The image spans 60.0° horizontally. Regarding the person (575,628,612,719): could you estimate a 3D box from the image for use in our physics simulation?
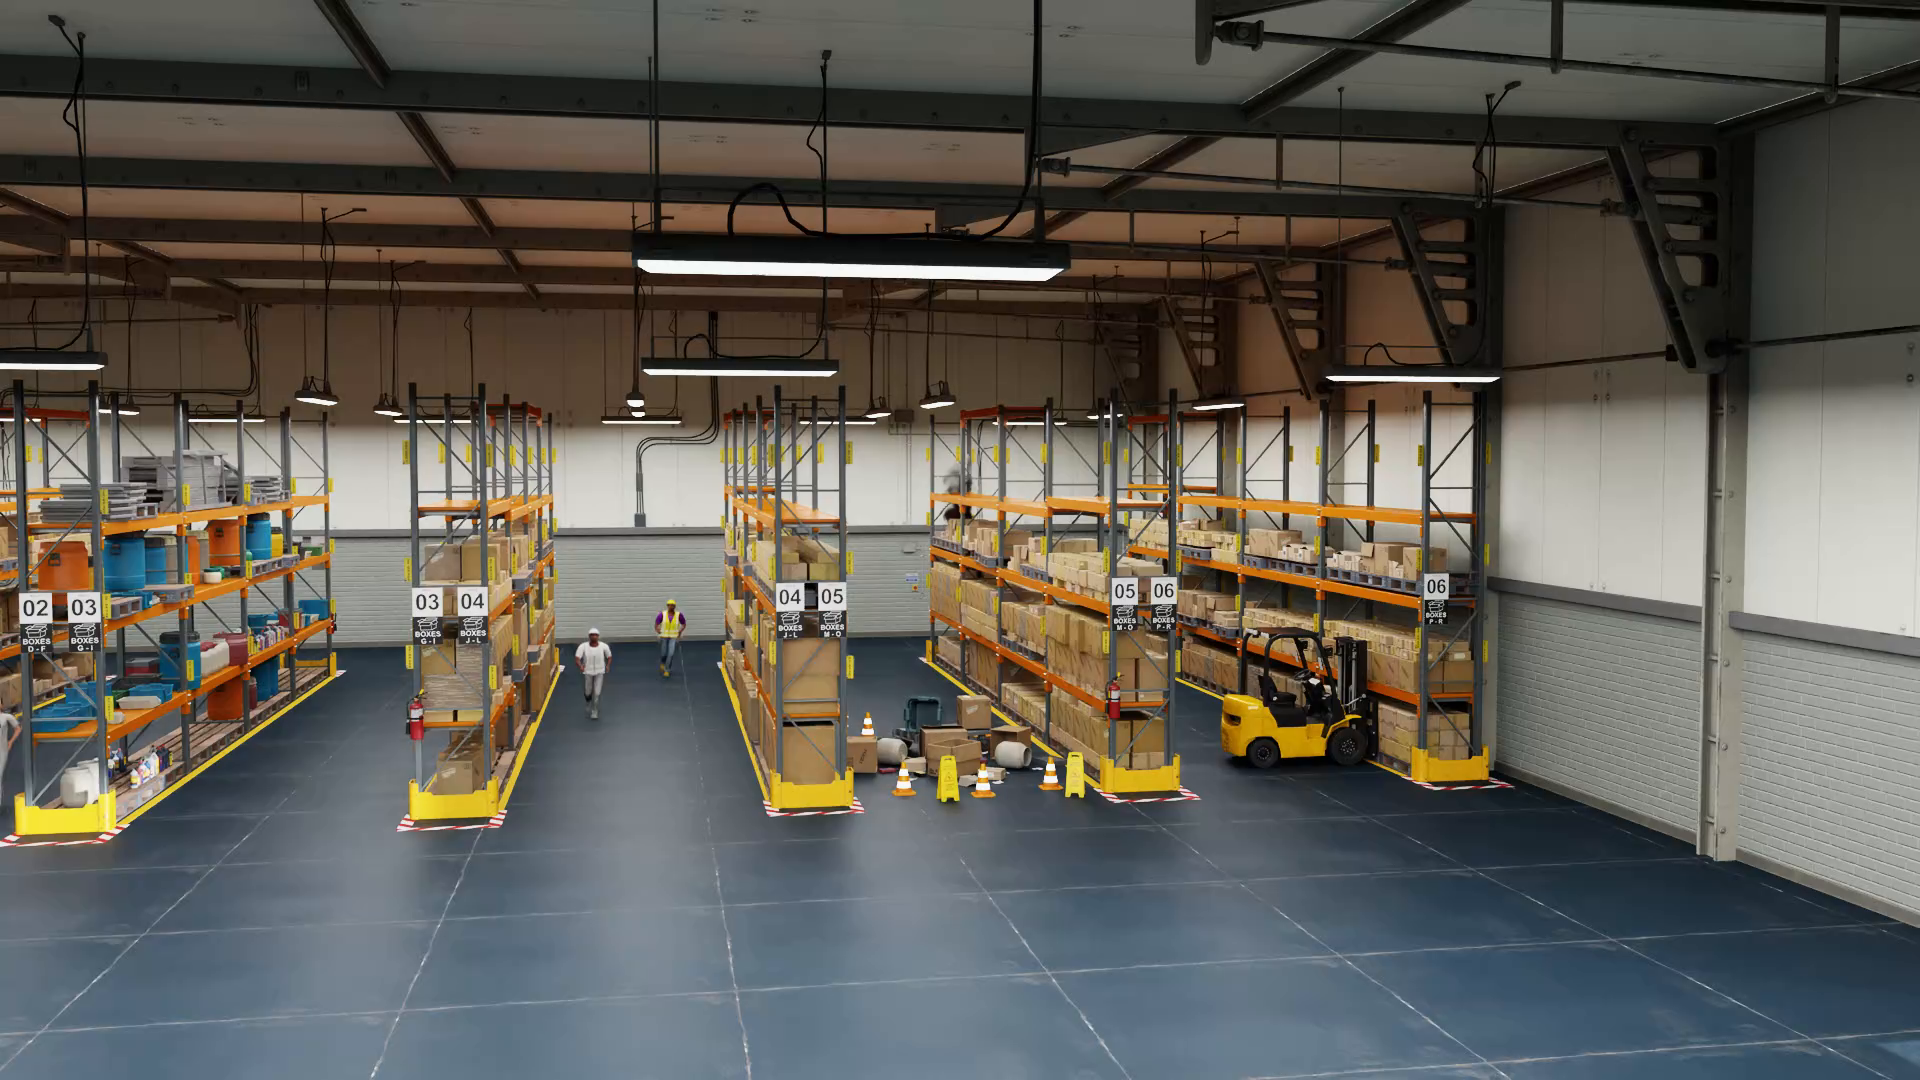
[{"bbox_3d":[-6.981,2.532,31.714,0.691,1.718,0.583,-1,3,-15],"label":"person"}]

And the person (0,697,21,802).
[{"bbox_3d":[-13.468,2.986,23.227,0.571,1.637,0.897,-1,3,-17],"label":"person"}]

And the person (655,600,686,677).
[{"bbox_3d":[-6.611,2.223,37.973,0.716,1.741,0.742,0,3,-7],"label":"person"}]
